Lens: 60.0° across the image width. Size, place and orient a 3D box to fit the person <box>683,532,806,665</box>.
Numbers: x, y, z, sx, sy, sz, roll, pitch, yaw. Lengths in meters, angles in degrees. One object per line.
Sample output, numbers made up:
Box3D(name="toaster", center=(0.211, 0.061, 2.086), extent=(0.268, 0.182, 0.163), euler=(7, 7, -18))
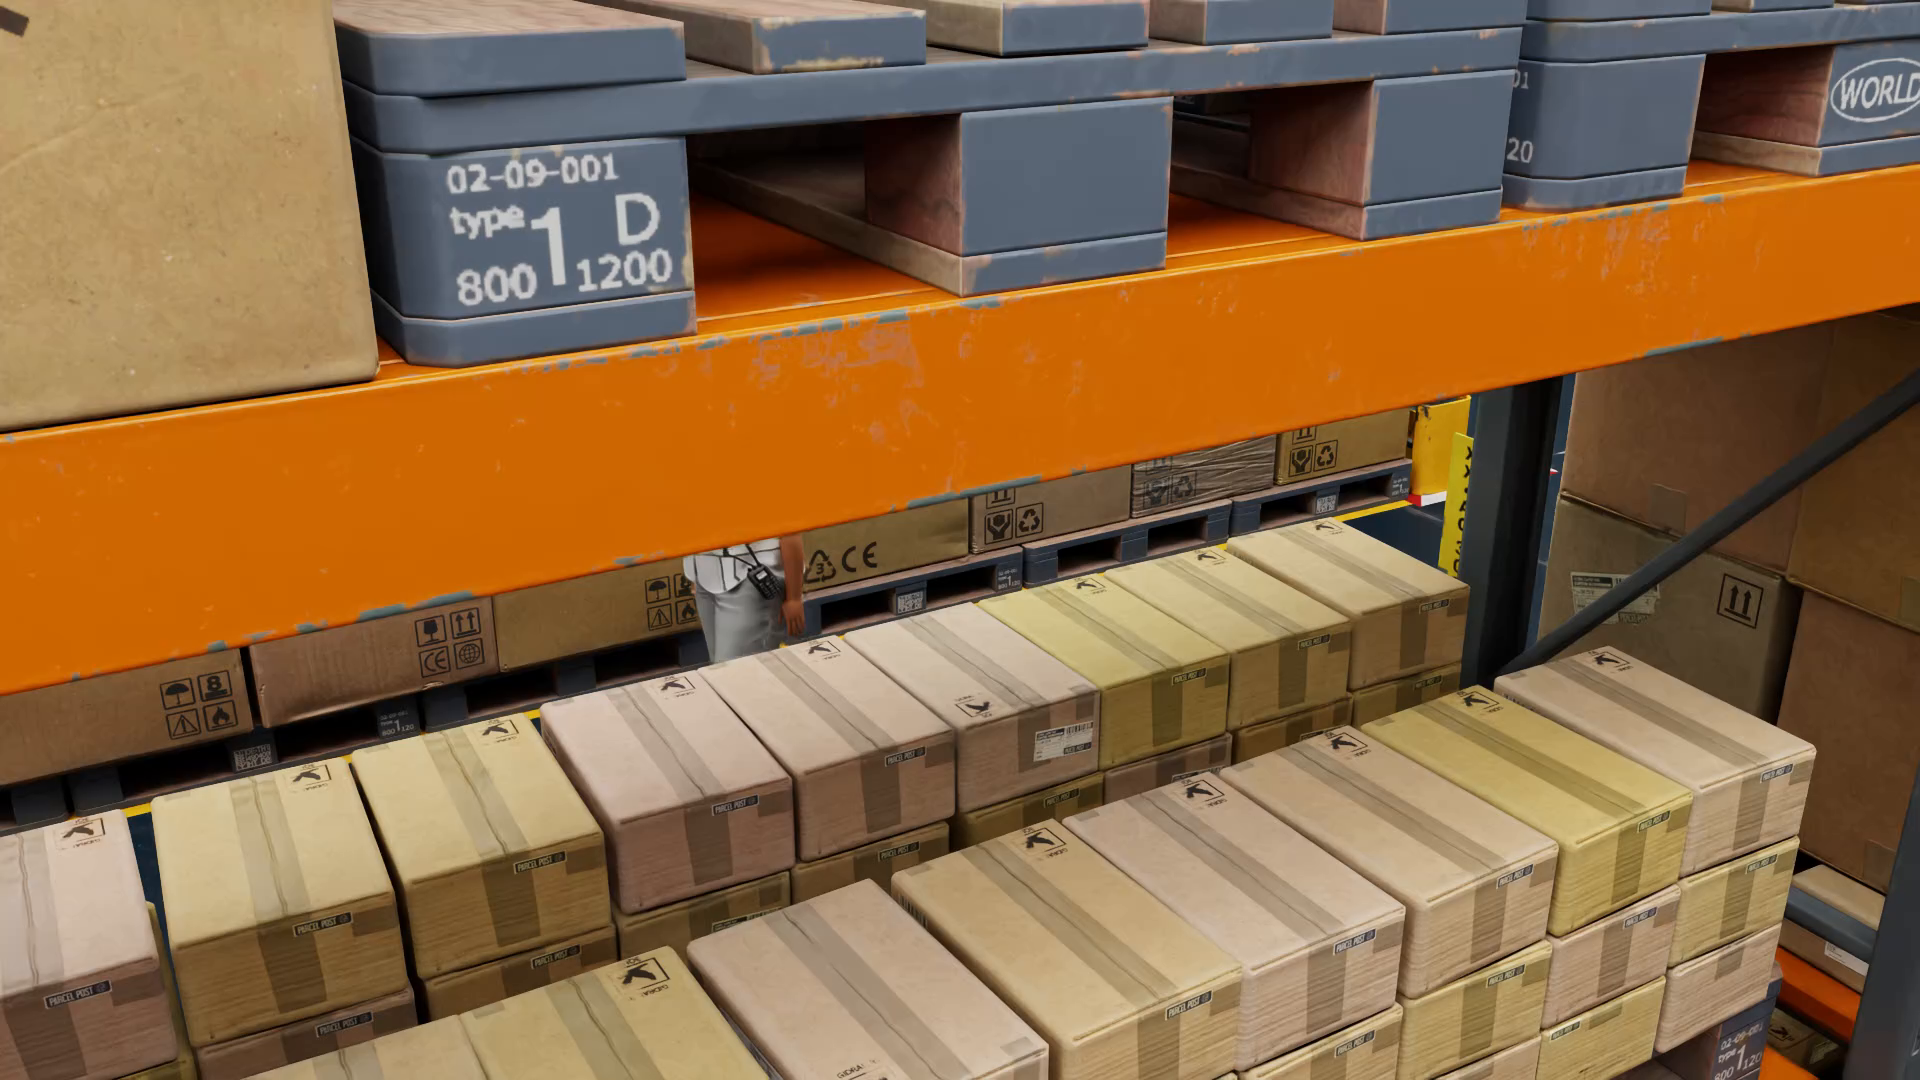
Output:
Box3D(name="person", center=(-0.814, 0.186, 5.625), extent=(0.573, 1.675, 0.535), euler=(-15, 27, -33))
